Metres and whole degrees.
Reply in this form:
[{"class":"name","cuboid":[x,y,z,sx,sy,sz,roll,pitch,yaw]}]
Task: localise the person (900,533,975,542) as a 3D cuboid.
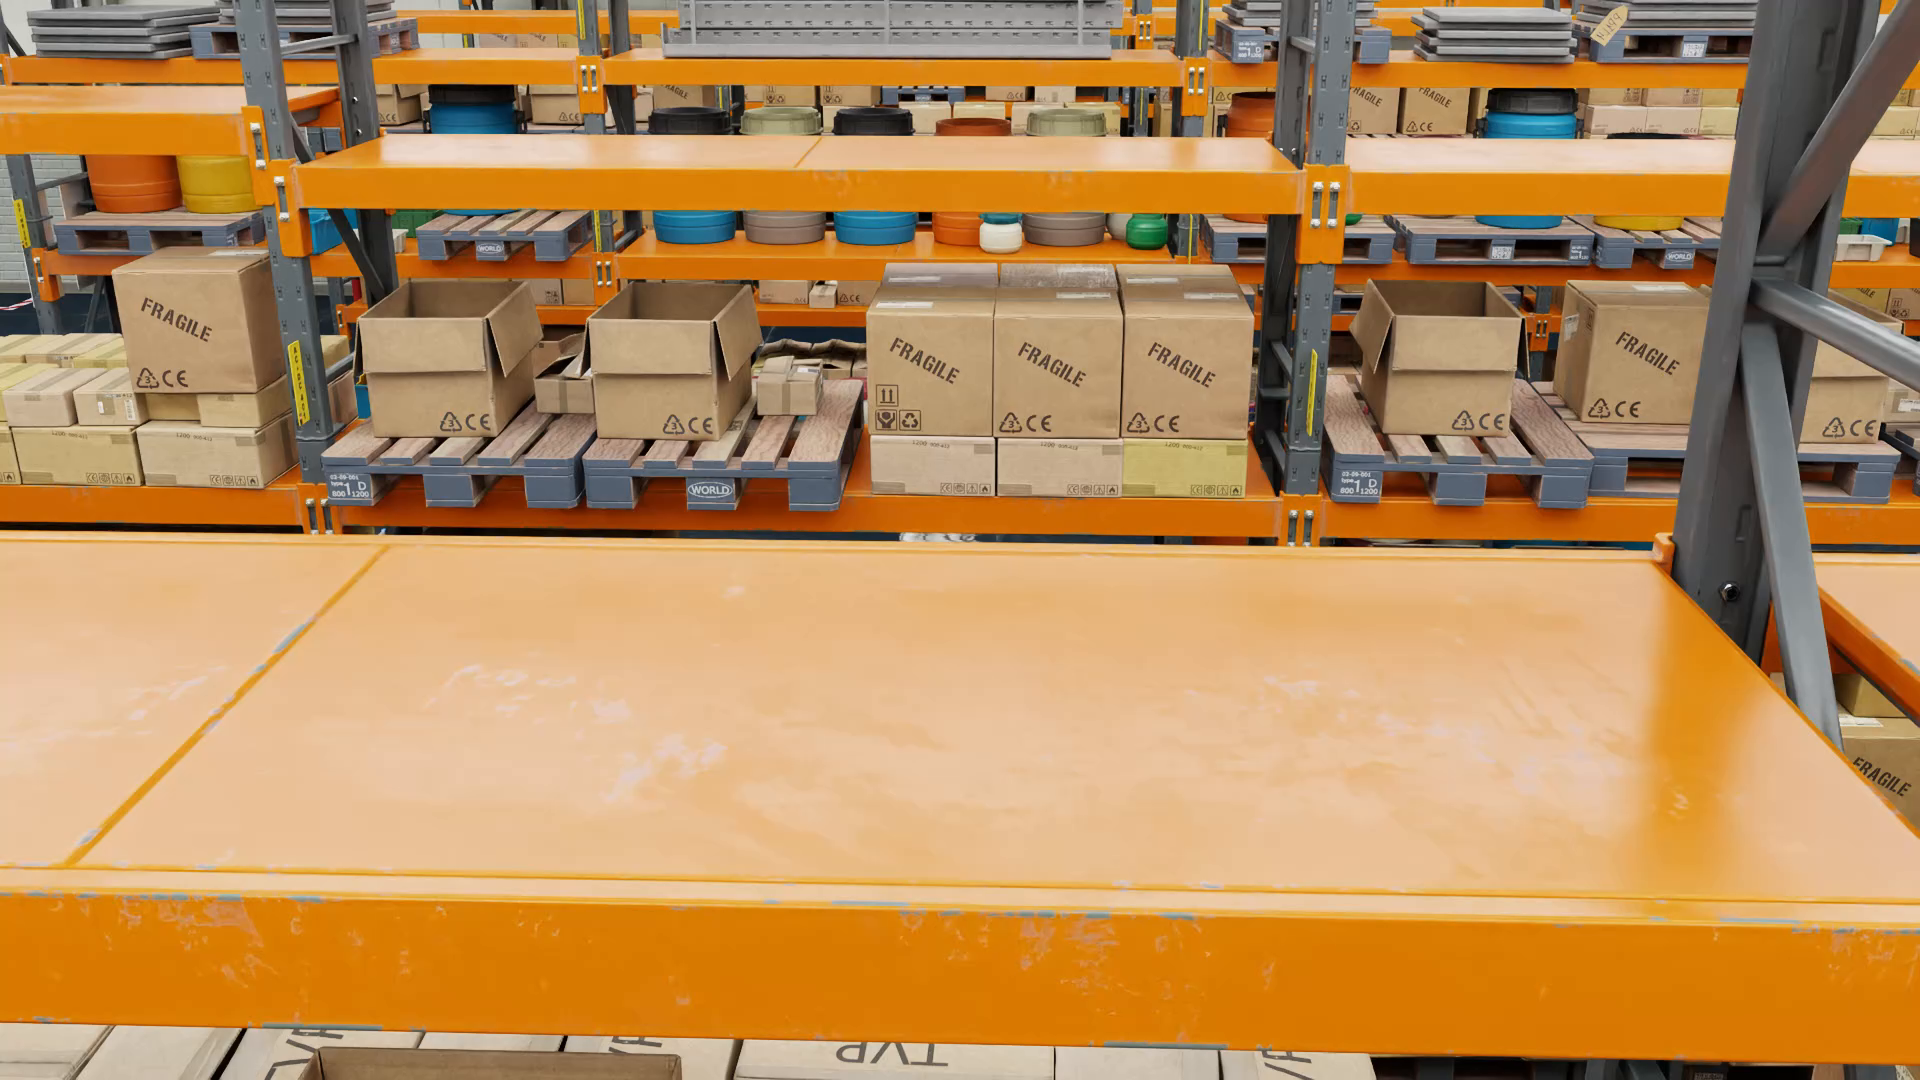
[{"class":"person","cuboid":[-0.162,0.213,11.161,0.556,1.743,0.999,5,21,14]}]
